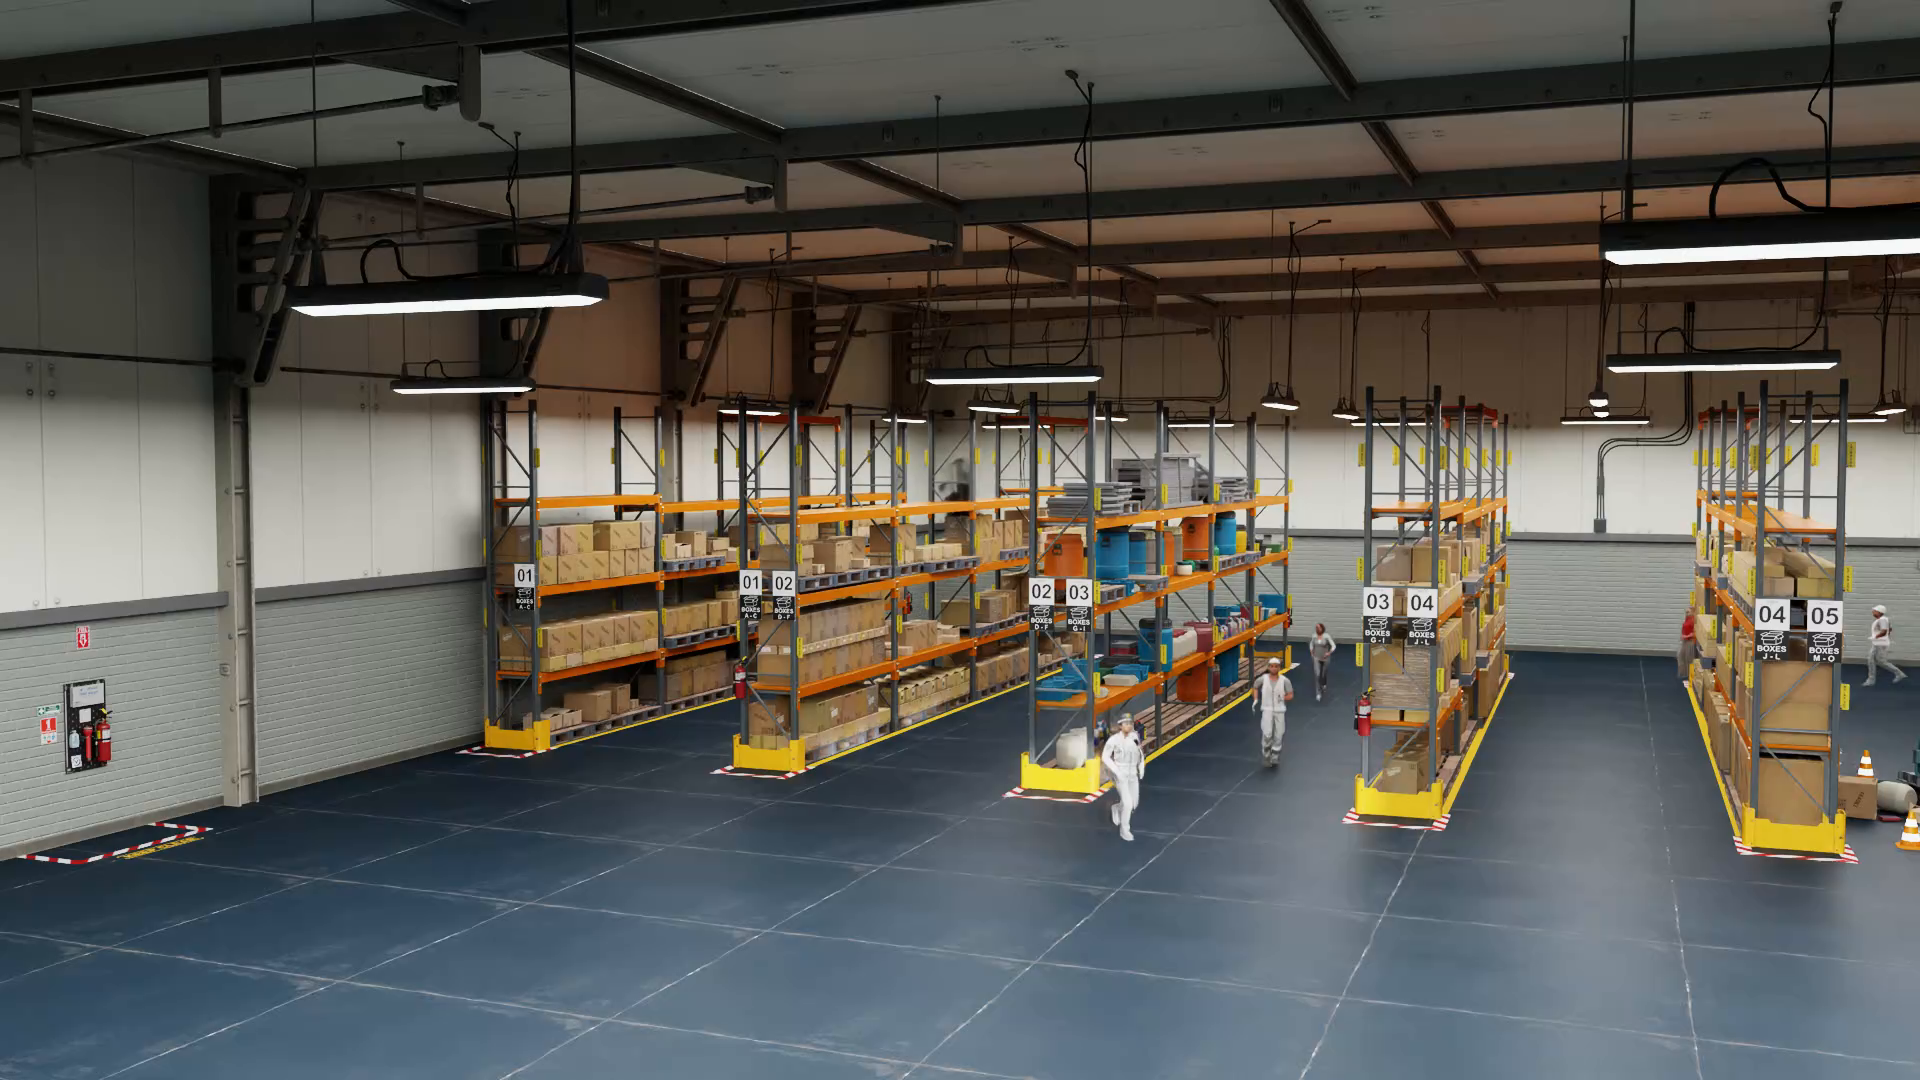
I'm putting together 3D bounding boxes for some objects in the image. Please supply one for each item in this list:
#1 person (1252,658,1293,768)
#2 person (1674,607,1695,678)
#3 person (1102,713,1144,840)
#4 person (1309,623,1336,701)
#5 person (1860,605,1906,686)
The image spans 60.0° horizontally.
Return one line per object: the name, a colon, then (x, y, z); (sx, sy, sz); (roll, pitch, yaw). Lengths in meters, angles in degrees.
person: (5.038, 2.783, 26.780); (0.649, 1.769, 0.691); (0, 3, 7)
person: (16.581, 2.362, 37.550); (0.761, 1.729, 0.774); (1, 3, 11)
person: (2.162, 3.097, 21.987); (0.647, 1.661, 0.525); (-2, 3, -30)
person: (7.533, 2.521, 34.566); (0.553, 1.604, 0.689); (1, 3, 24)
person: (20.144, 2.323, 36.255); (0.880, 1.800, 0.693); (1, 3, 25)
